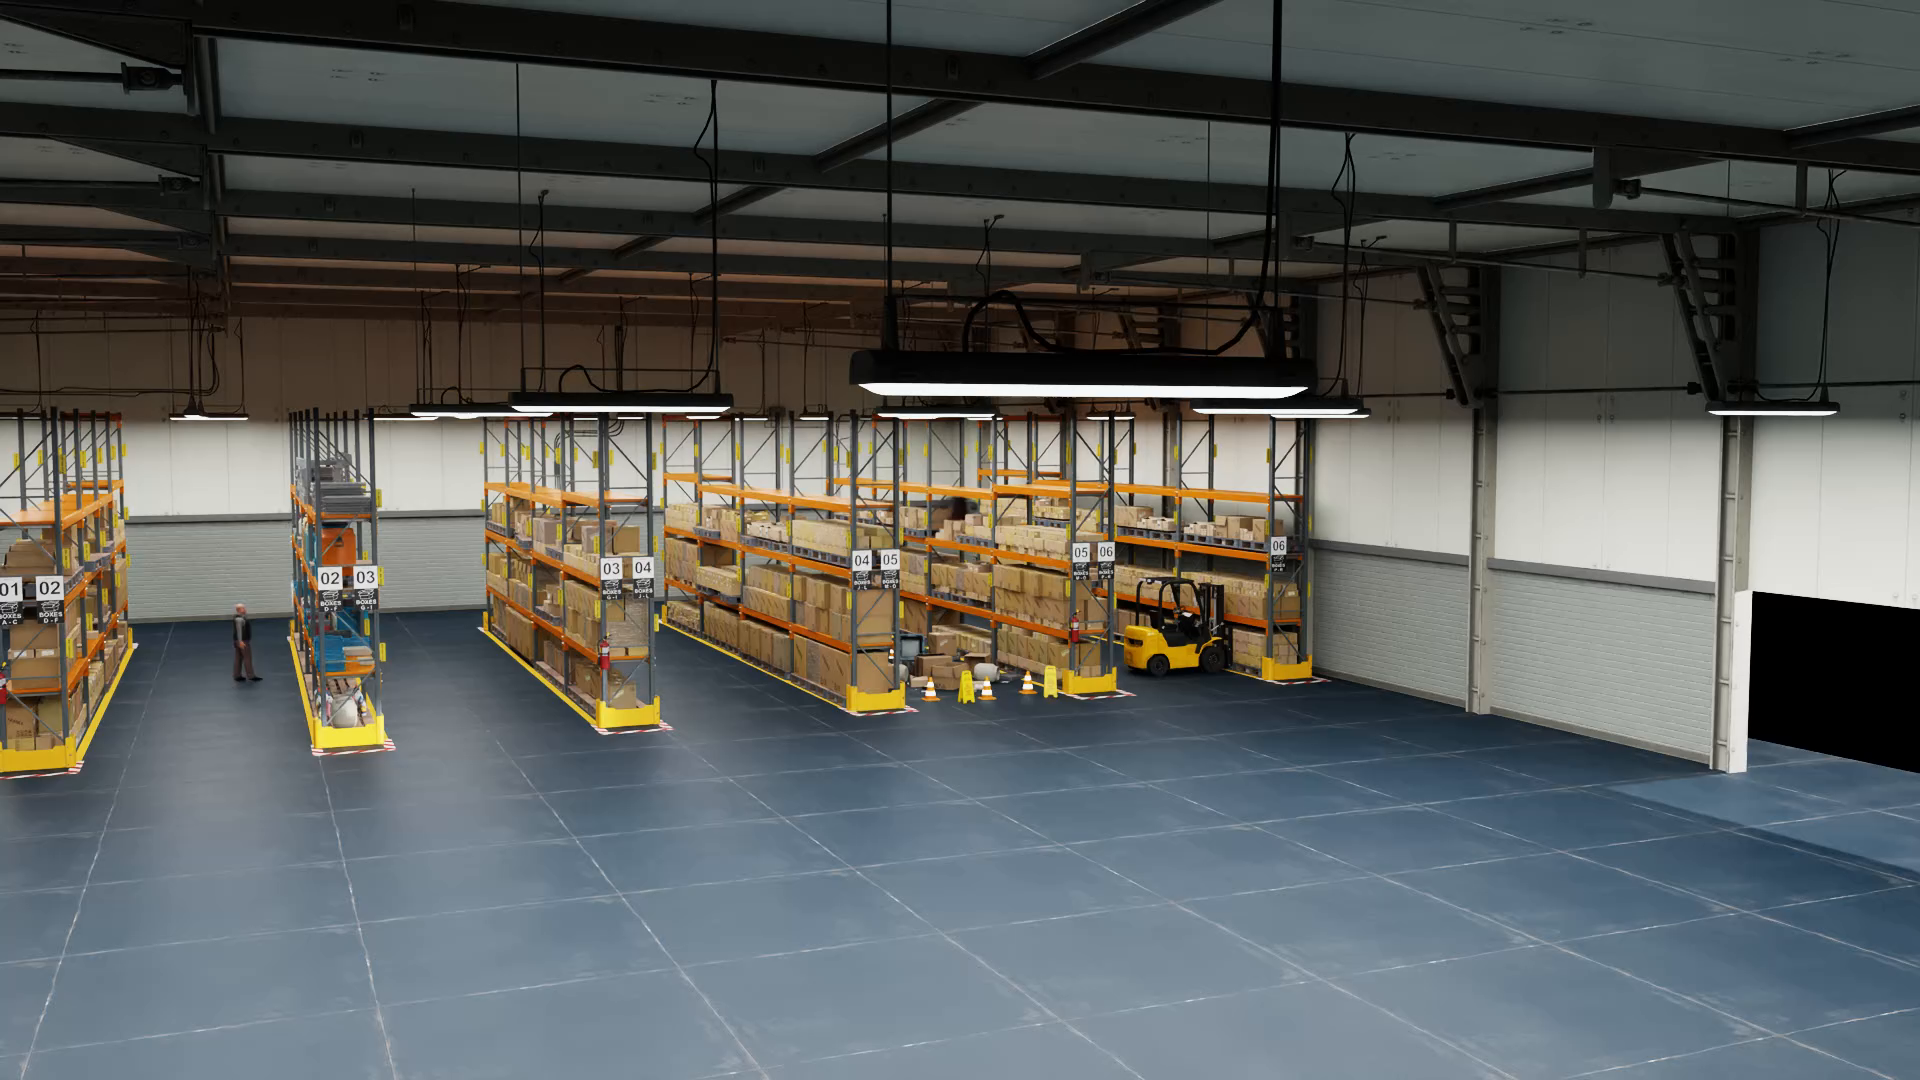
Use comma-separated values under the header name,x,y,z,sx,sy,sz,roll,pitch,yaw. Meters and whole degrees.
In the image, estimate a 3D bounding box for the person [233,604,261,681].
name,x,y,z,sx,sy,sz,roll,pitch,yaw
person,-15.906,2.272,37.029,0.550,1.717,0.545,-3,5,-35

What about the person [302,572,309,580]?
name,x,y,z,sx,sy,sz,roll,pitch,yaw
person,-17.924,1.653,45.903,0.438,1.678,0.499,-1,4,-13

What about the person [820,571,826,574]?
name,x,y,z,sx,sy,sz,roll,pitch,yaw
person,-4.095,1.180,52.182,0.612,1.758,0.513,-3,5,-36
